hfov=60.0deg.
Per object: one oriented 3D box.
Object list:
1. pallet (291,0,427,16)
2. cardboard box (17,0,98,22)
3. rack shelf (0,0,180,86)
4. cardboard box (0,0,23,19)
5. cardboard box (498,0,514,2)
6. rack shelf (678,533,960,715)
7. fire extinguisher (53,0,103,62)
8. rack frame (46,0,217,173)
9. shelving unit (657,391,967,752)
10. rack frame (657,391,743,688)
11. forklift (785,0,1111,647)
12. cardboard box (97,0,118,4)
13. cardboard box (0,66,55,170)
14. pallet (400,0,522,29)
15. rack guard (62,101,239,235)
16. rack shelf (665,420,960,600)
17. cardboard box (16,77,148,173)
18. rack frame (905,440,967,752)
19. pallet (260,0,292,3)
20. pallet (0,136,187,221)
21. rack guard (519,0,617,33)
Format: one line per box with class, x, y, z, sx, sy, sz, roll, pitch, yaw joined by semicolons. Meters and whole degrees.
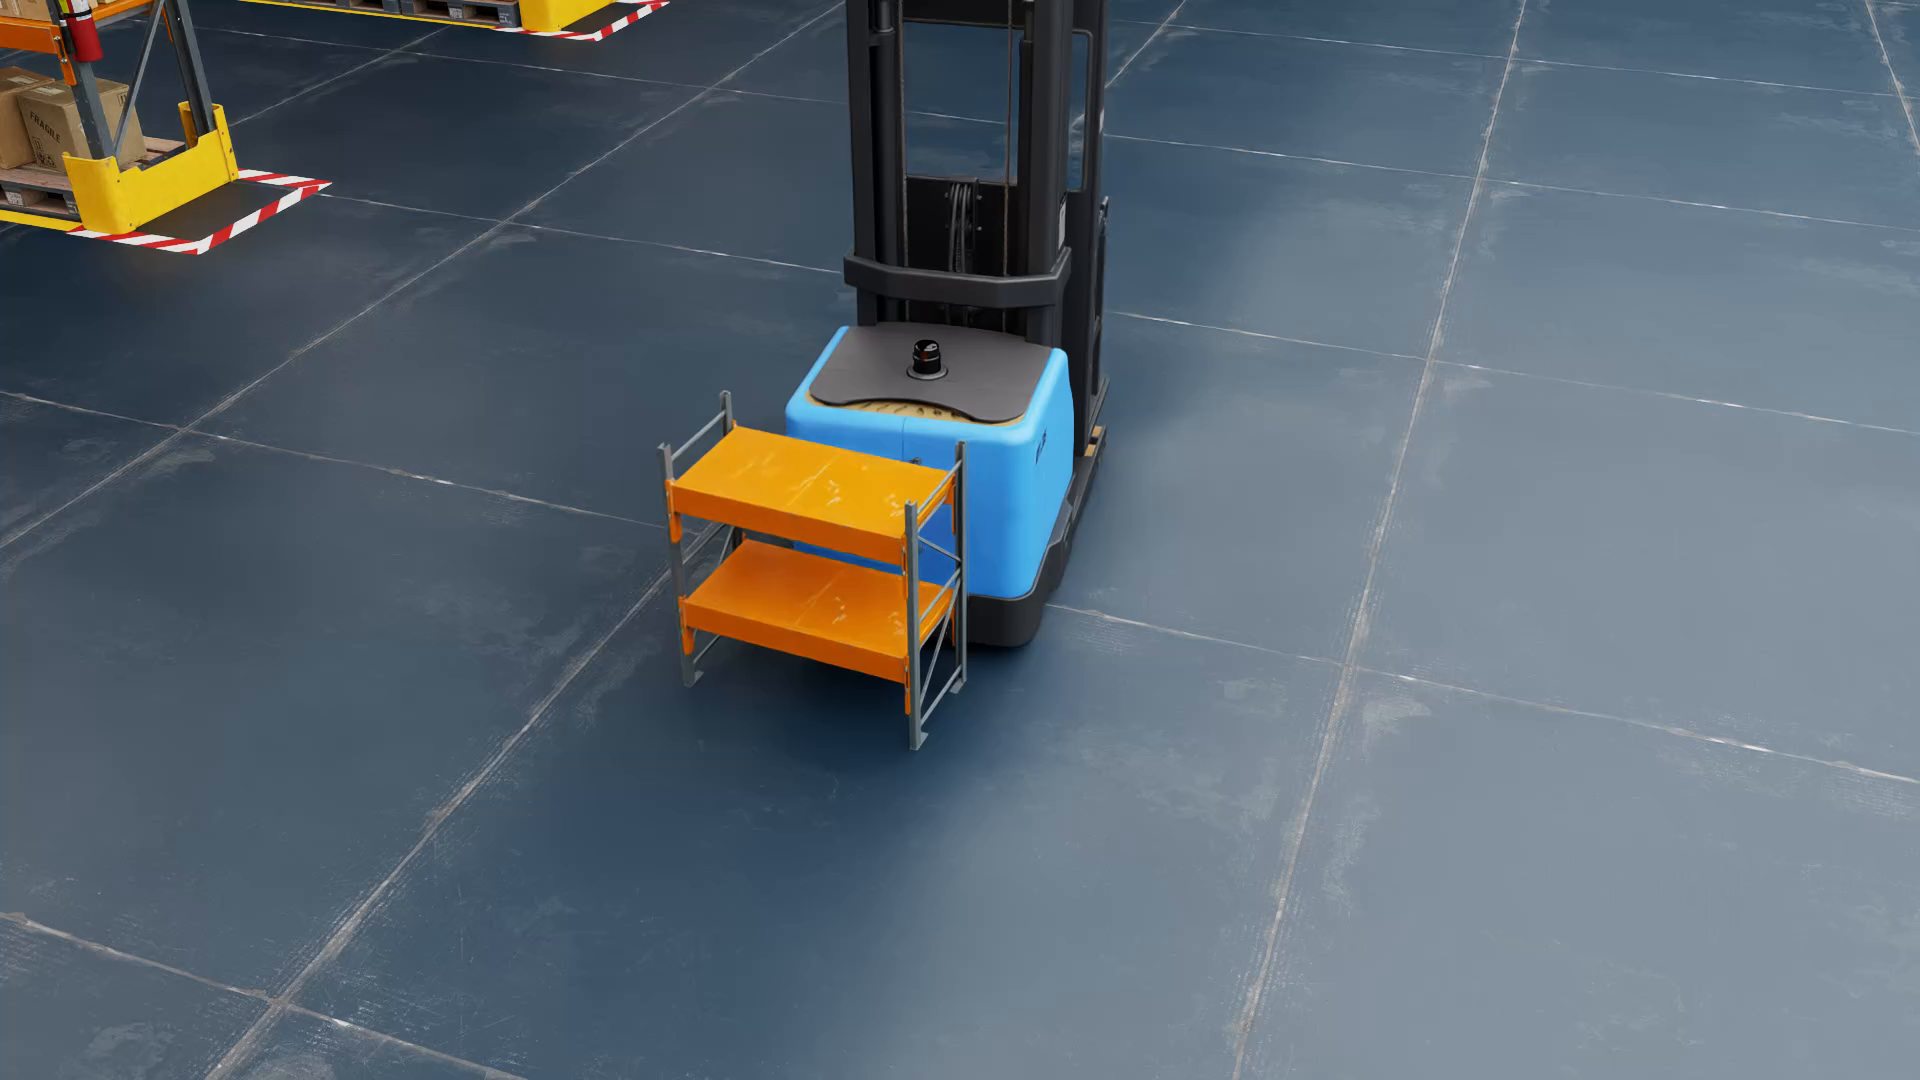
pallet;-5.500;-5.226;15.649;1.213;0.211;1.003;11;34;16
cardboard box;-5.683;-3.394;10.473;0.250;0.149;0.380;11;34;16
rack shelf;-7.228;-3.616;11.249;4.000;0.370;1.077;11;34;16
cardboard box;-5.918;-3.440;10.544;0.250;0.149;0.380;11;34;16
cardboard box;-4.237;-5.441;14.983;0.875;0.875;0.875;11;35;17
rack shelf;-0.553;0.321;6.667;1.000;0.278;0.538;13;35;19
fire extinguisher;-5.393;-3.264;10.111;0.183;0.674;0.296;11;34;16
rack frame;-5.345;-3.553;10.487;0.127;3.000;1.000;11;34;16
shelving unit;-0.553;0.115;6.534;1.048;1.125;0.538;13;35;19
rack frame;-1.020;0.007;6.701;0.032;1.125;0.500;13;35;19
forklift;0.123;-1.577;7.491;1.130;2.935;3.031;7;34;11
cardboard box;-5.533;-3.621;10.824;0.250;0.149;0.380;11;34;16
cardboard box;-6.502;-2.894;11.384;0.500;0.500;0.500;21;38;29
pallet;-4.356;-5.002;15.302;1.213;0.211;1.003;11;34;16
rack guard;-5.417;-2.516;11.187;0.348;0.500;1.175;11;34;16
rack shelf;-0.553;-0.131;6.376;1.000;0.278;0.538;13;35;19
cardboard box;-5.927;-2.802;11.241;0.500;0.500;0.500;18;37;25
rack frame;-0.085;0.223;6.367;0.032;1.125;0.500;13;35;19
pallet;-6.653;-5.448;15.994;1.213;0.211;1.003;11;34;16
pallet;-6.169;-2.562;11.523;1.213;0.211;1.003;11;34;16
rack guard;-3.554;-5.012;15.052;0.348;0.500;1.175;11;34;16
